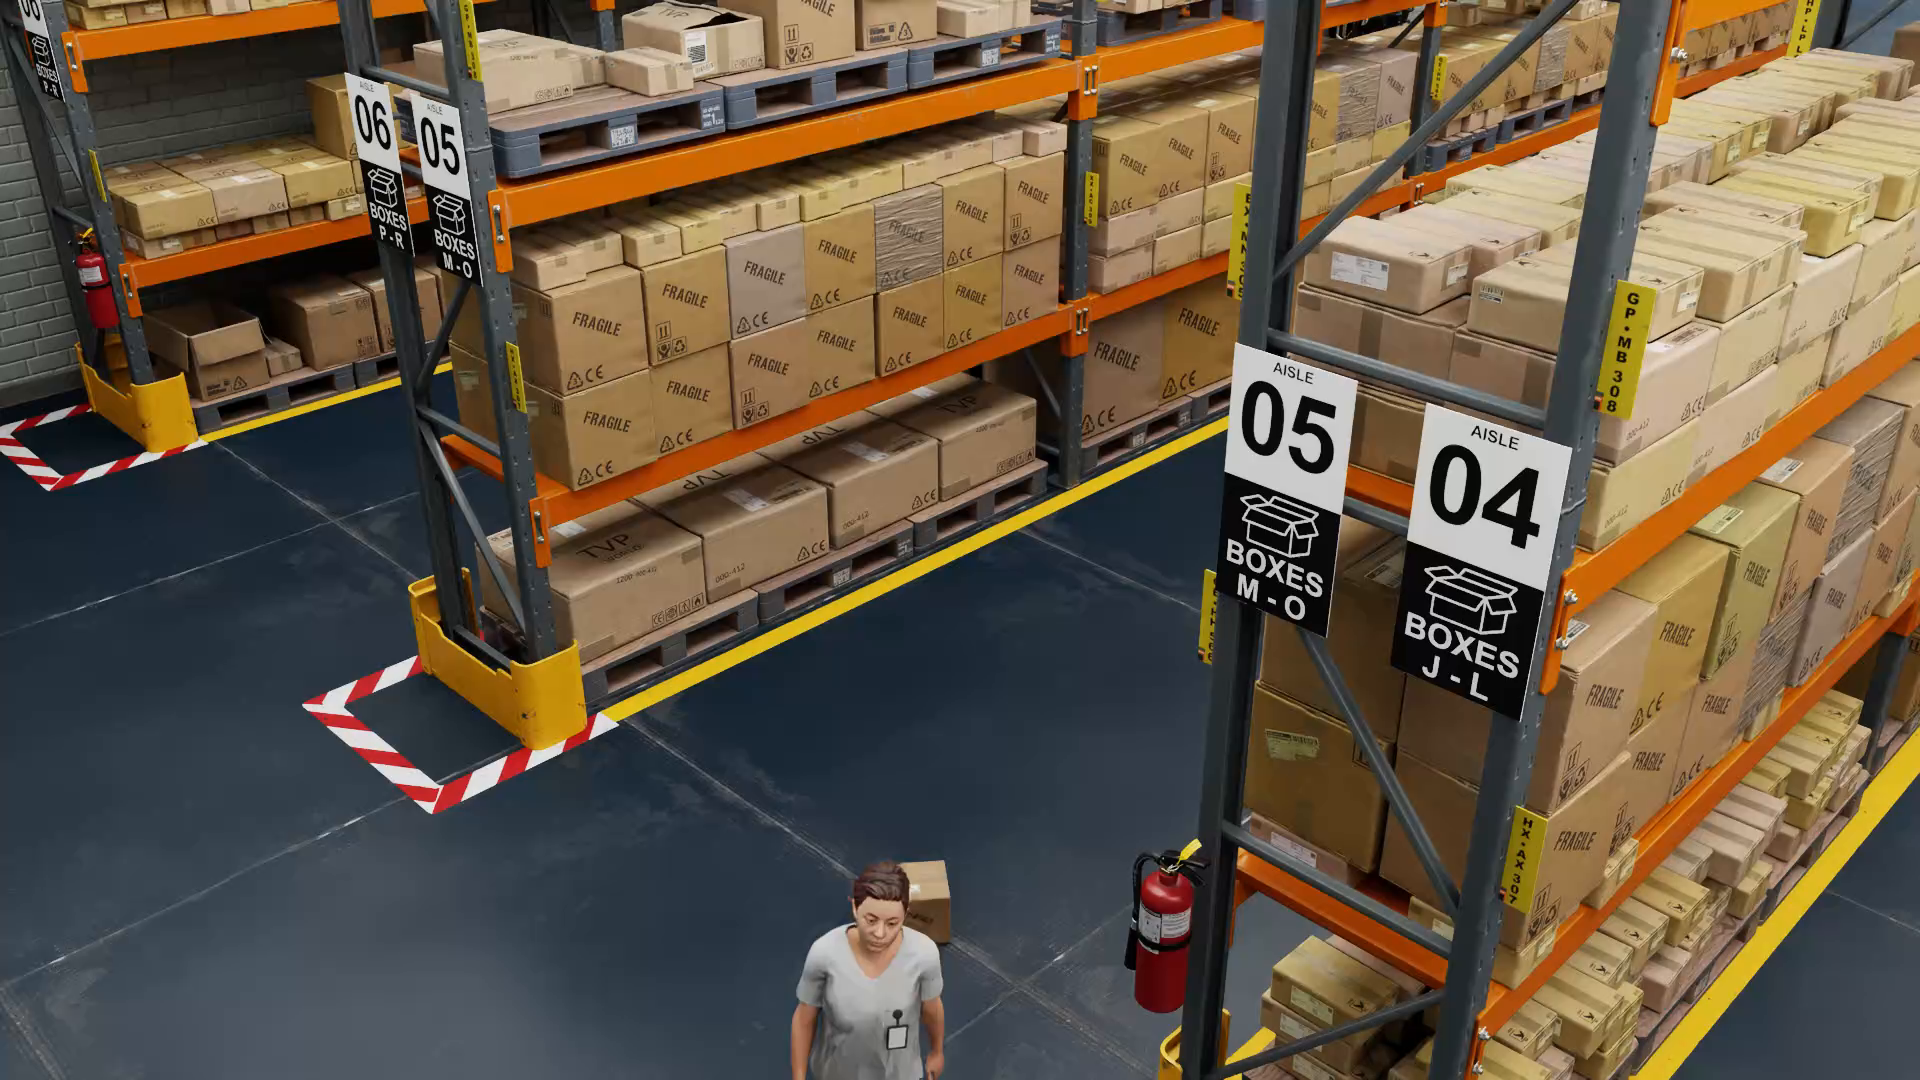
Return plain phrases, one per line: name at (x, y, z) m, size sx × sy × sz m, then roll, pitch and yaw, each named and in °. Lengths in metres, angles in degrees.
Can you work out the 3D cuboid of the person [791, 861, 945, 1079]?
person at (-0.295, 1.733, 5.351) m, size 0.481 × 1.620 × 1.035 m, roll 1°, pitch 28°, yaw 2°
